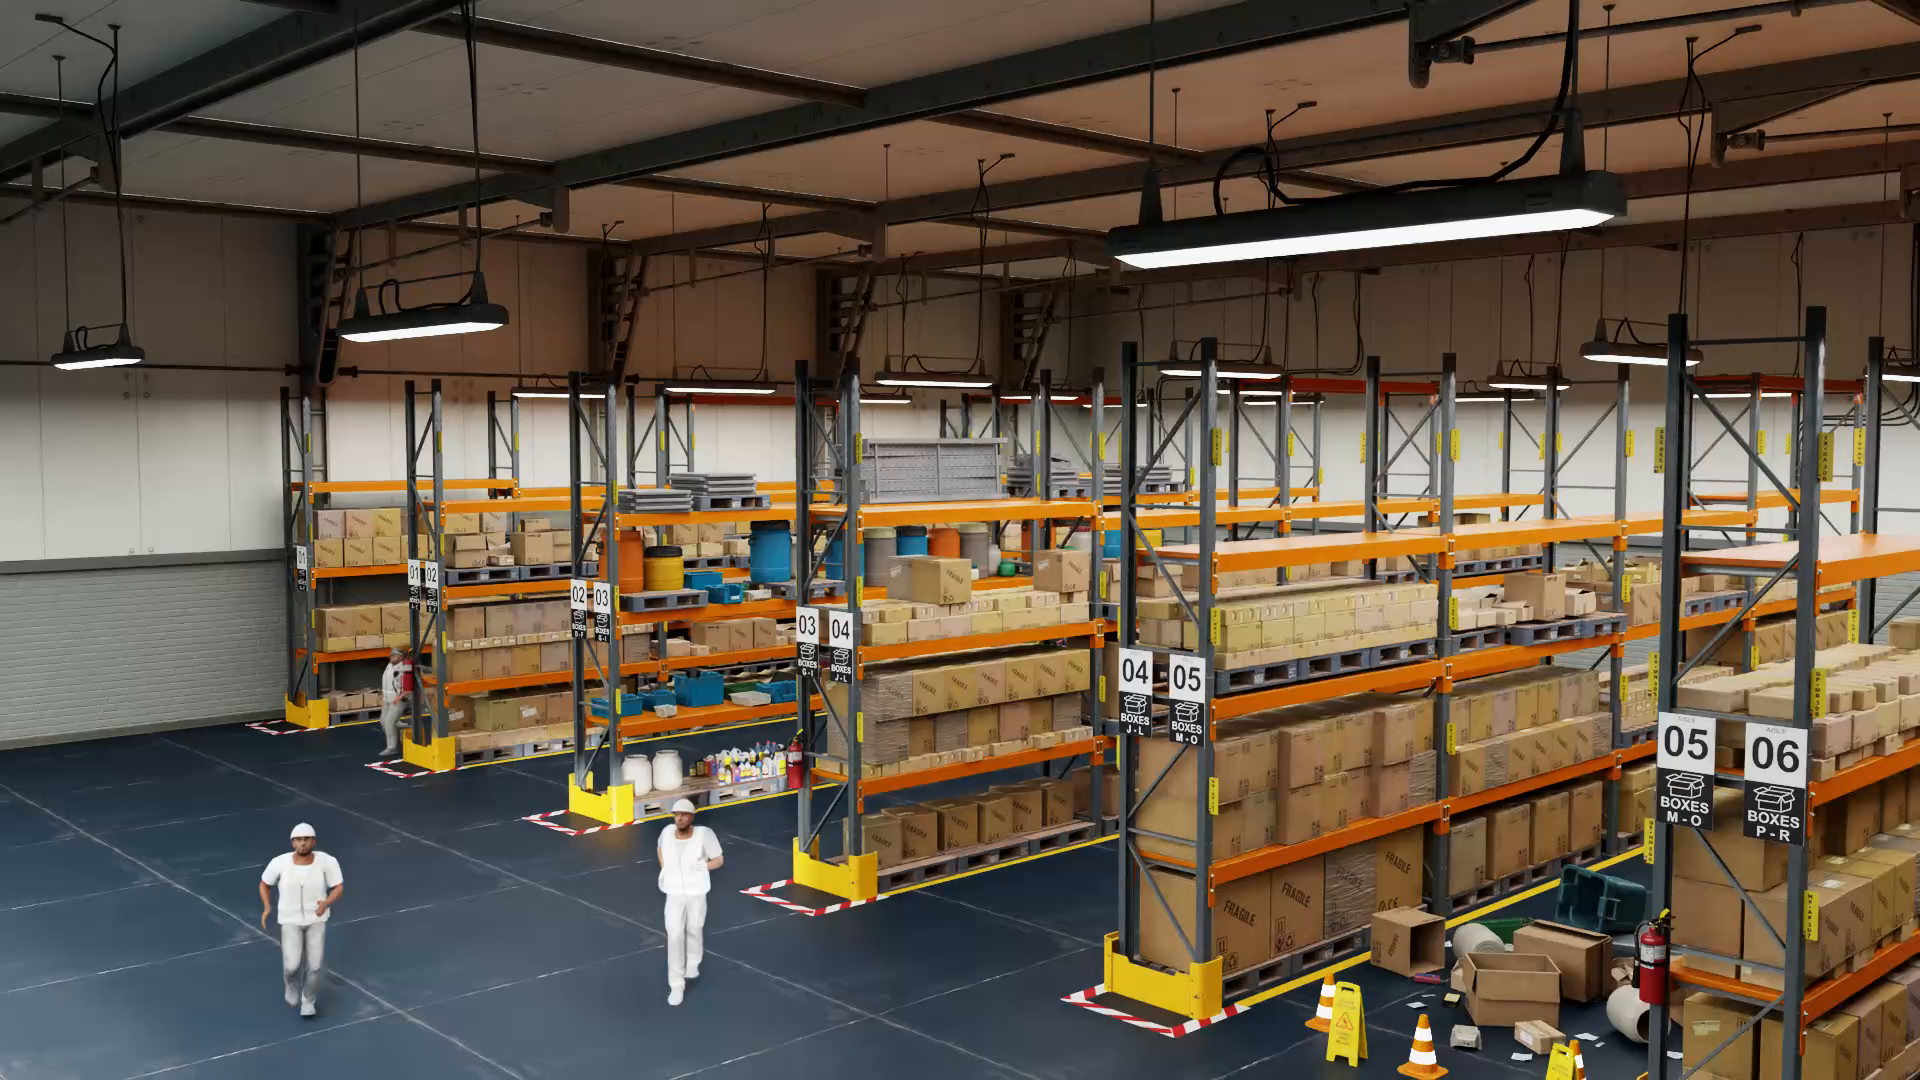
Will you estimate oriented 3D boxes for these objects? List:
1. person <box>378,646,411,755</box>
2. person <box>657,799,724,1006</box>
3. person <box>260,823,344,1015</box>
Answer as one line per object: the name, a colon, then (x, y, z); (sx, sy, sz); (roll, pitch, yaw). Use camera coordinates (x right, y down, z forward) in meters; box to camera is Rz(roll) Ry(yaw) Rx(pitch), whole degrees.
person: (-9.092, 2.595, 26.981); (0.694, 1.779, 0.696); (2, 4, 32)
person: (-2.503, 3.293, 15.398); (0.651, 1.841, 0.830); (0, 4, -2)
person: (-5.794, 3.361, 14.662); (0.695, 1.720, 0.583); (-1, 4, -22)
